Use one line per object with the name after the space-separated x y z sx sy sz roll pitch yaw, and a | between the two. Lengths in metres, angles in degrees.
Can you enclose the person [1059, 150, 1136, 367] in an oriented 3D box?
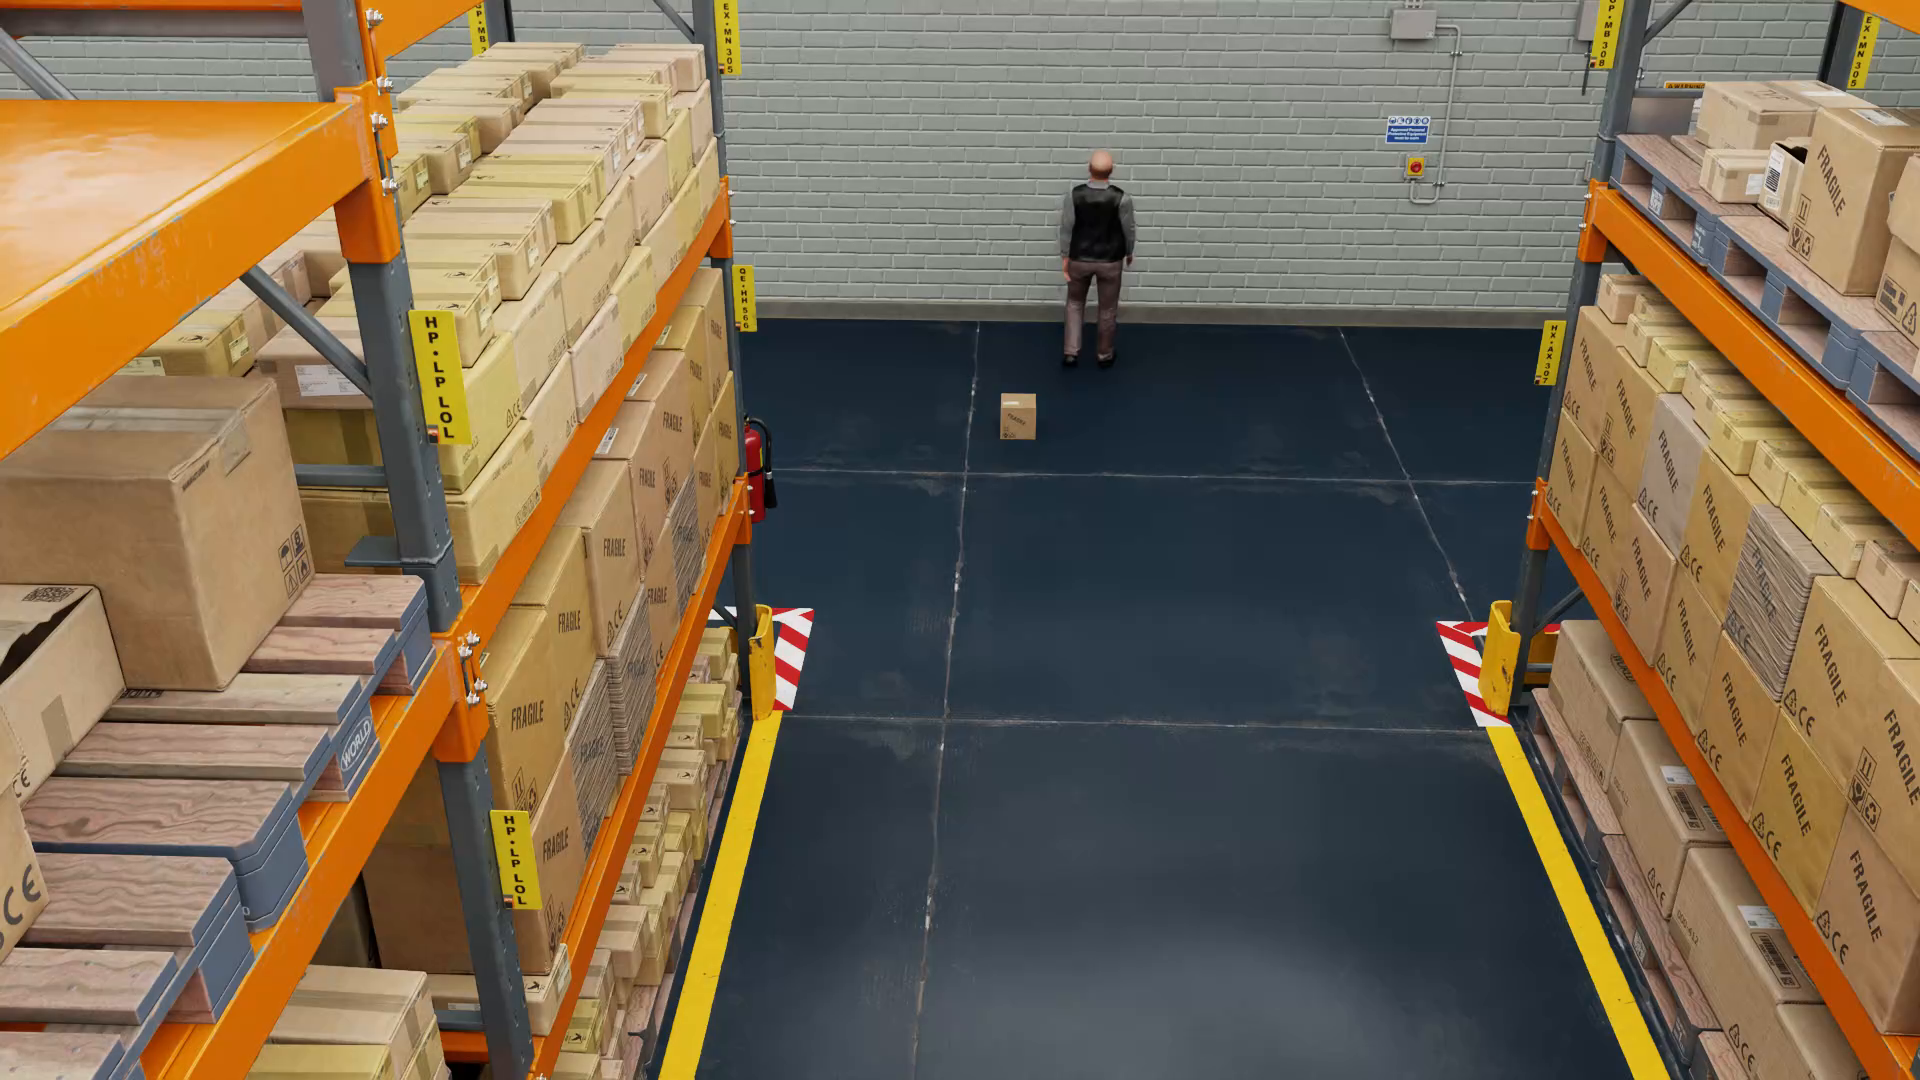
1.051 -2.121 12.677 0.561 1.757 0.510 6 28 11 | person
